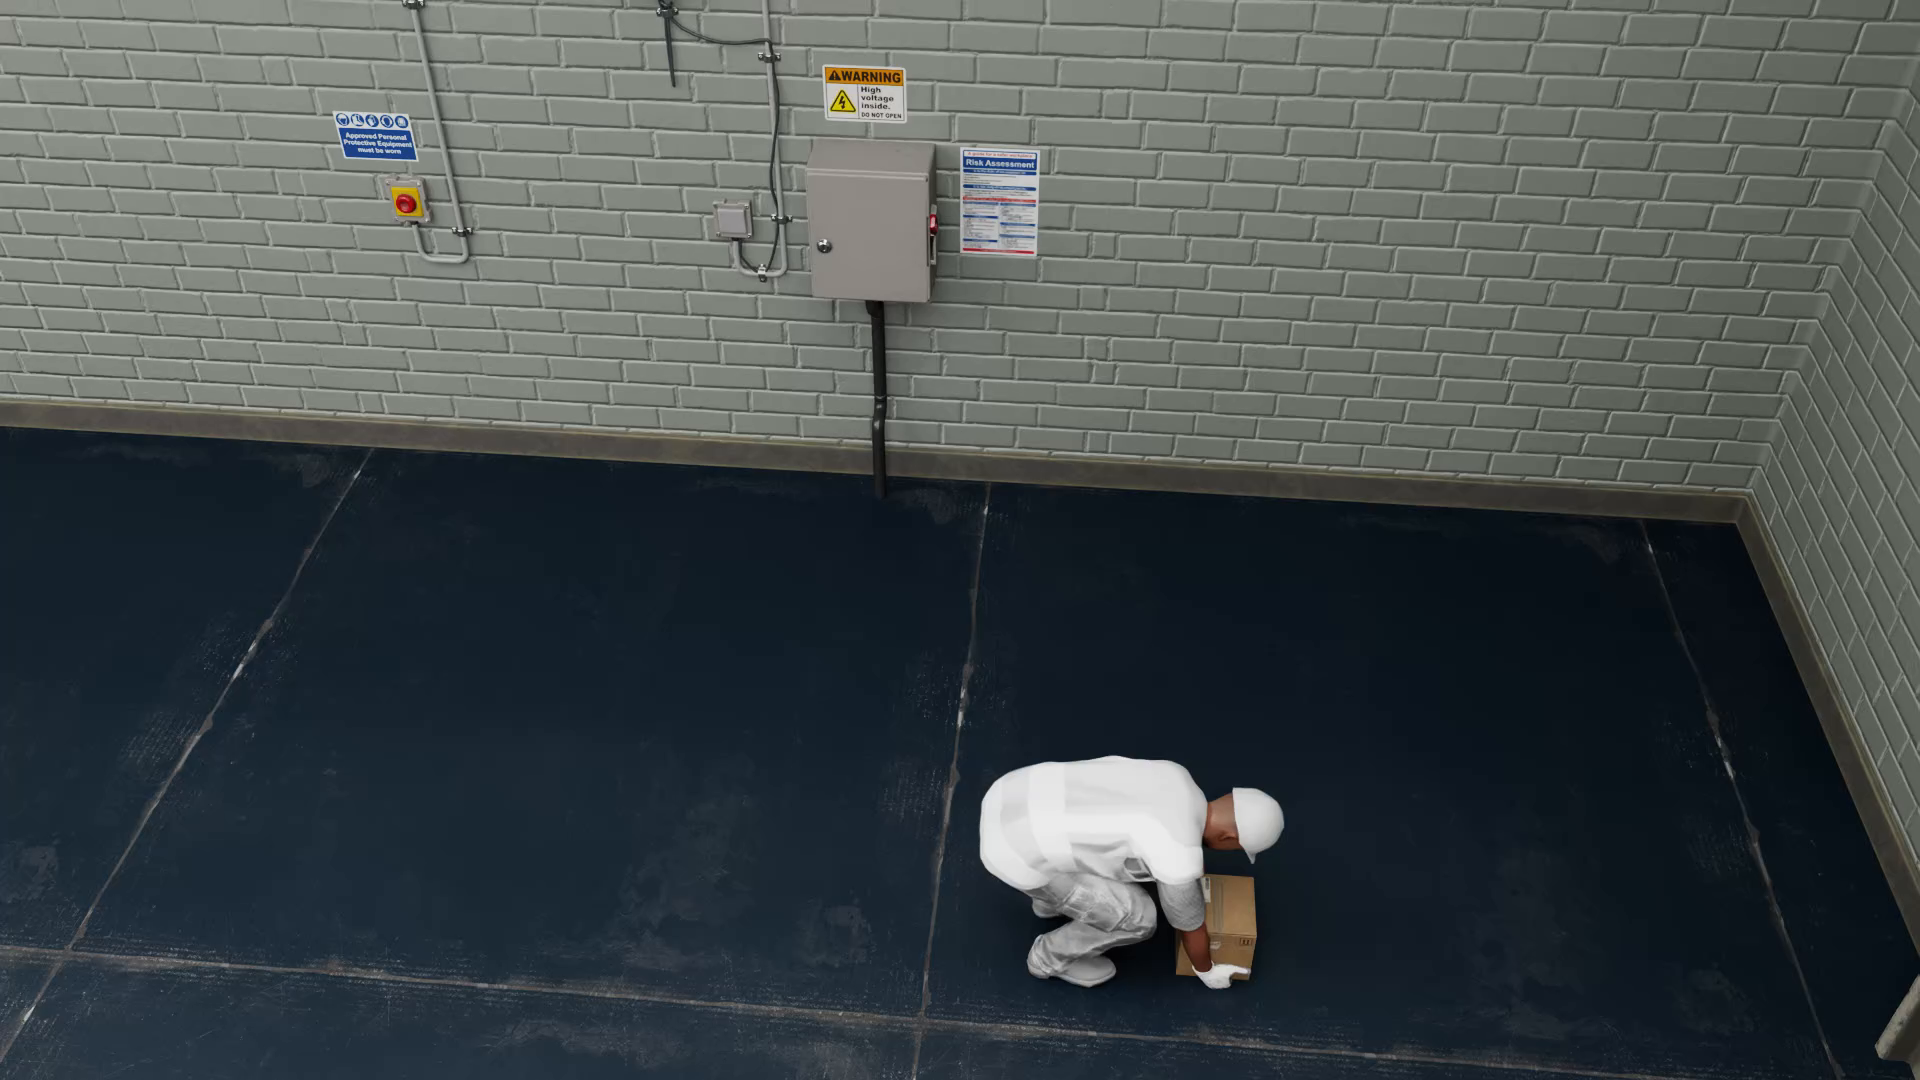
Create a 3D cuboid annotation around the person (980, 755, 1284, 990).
[{"bbox_3d":[0.561,1.096,5.595,0.991,0.837,0.544,2,40,3],"label":"person"}]
